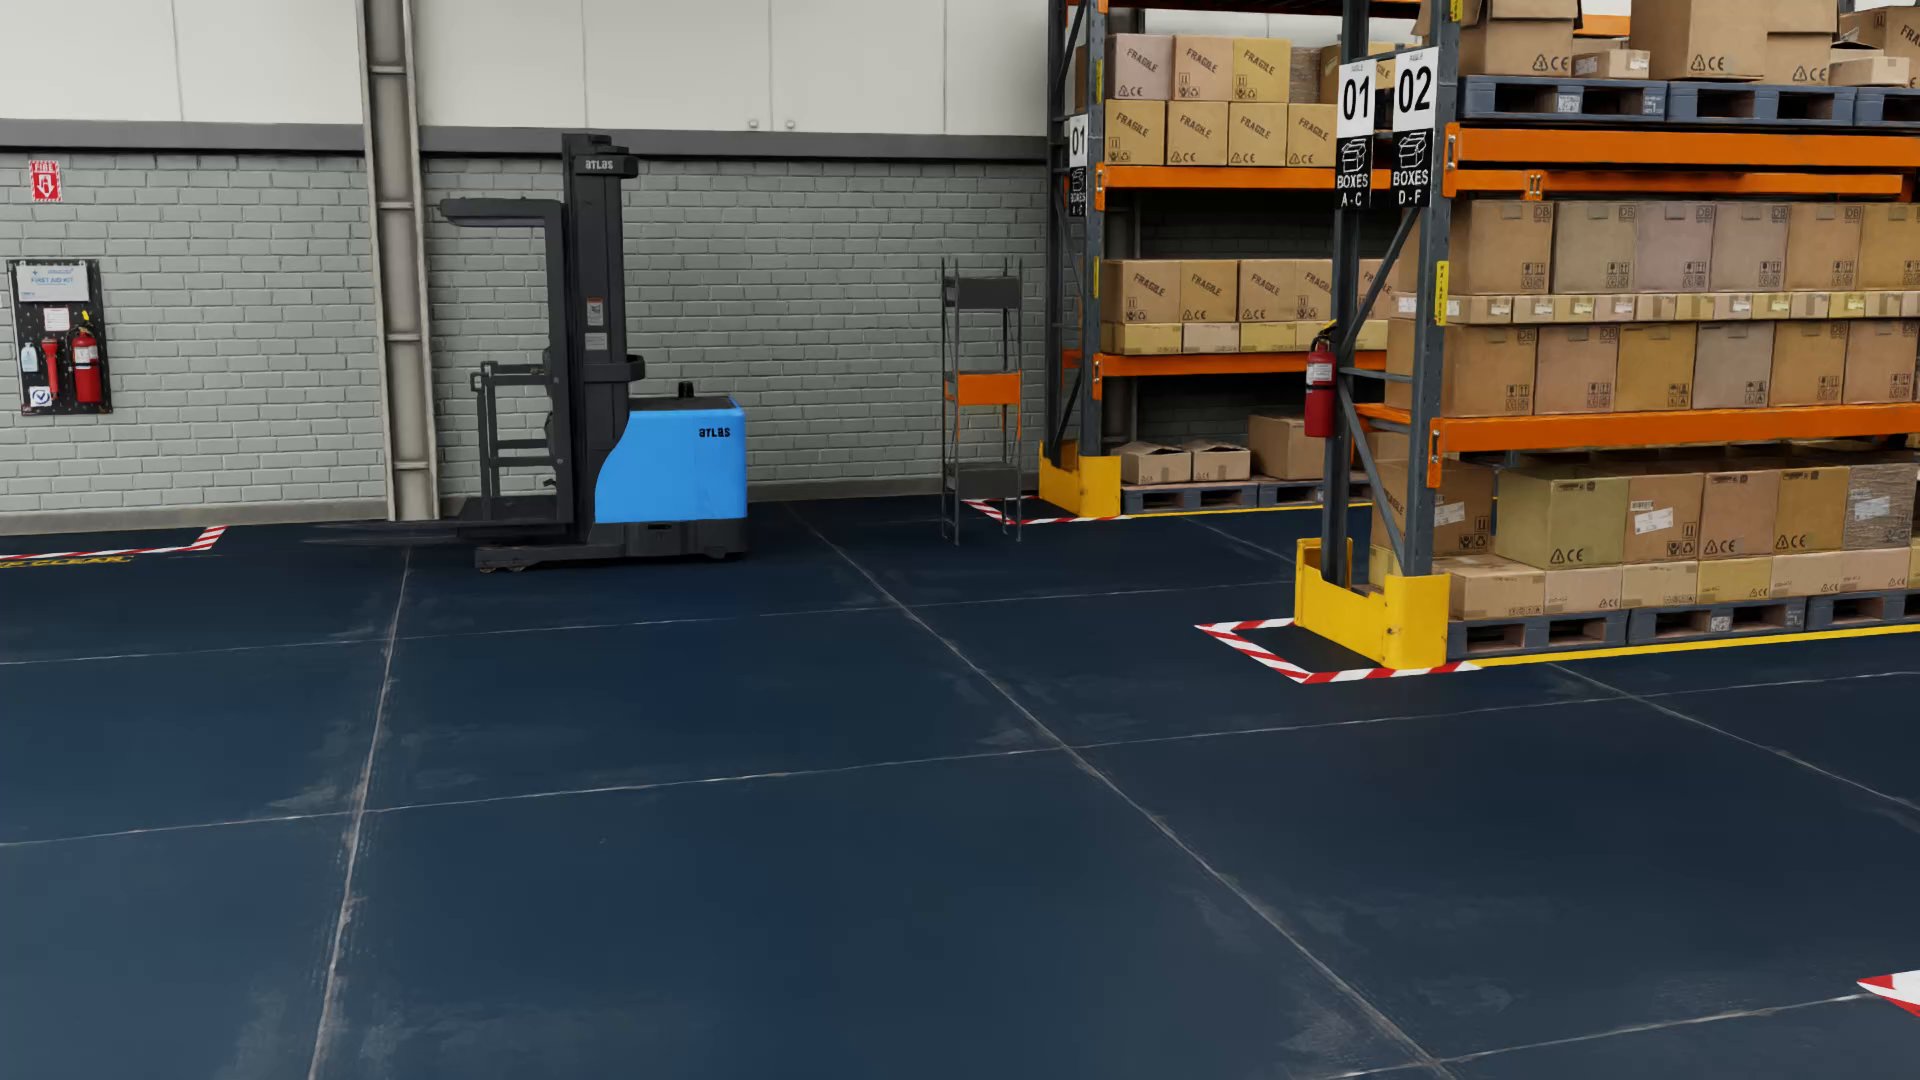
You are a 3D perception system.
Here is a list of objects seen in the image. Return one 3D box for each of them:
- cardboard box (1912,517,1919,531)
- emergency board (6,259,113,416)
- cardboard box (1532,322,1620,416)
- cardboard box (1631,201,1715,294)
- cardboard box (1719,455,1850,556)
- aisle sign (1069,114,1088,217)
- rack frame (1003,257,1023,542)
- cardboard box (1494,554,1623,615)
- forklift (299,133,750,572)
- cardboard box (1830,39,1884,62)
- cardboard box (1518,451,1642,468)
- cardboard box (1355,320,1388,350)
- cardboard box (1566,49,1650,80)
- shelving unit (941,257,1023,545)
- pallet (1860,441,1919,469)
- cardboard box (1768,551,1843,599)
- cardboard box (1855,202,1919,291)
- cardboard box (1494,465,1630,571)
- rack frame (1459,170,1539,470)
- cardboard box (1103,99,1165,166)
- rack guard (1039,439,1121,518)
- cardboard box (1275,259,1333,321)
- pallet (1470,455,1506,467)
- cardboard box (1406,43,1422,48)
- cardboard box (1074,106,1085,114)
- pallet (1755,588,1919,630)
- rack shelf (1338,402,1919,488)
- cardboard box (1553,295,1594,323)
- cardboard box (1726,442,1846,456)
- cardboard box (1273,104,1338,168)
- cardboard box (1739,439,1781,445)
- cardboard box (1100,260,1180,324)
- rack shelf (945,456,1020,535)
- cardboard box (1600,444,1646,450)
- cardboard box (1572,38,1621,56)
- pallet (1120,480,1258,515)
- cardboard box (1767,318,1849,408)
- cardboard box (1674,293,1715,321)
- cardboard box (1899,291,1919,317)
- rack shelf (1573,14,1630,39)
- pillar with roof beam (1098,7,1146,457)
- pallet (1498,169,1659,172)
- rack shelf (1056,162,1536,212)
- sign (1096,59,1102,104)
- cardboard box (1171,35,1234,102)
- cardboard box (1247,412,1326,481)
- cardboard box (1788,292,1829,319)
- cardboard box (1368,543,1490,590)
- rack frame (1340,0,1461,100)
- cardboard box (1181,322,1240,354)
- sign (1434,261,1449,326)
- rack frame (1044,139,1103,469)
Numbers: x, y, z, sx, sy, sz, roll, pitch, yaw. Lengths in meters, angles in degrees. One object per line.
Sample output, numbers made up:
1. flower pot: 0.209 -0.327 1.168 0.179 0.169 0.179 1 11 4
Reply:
1. cardboard box: 6.474 -0.023 10.823 0.500 0.250 0.500 -3 11 -16
2. emergency board: -6.786 -1.520 12.519 0.643 1.169 0.194 -3 11 -16
3. cardboard box: 3.271 -0.993 9.381 0.500 0.500 0.700 -3 11 -14
4. cardboard box: 3.806 -1.660 9.419 0.500 0.500 0.700 -3 11 -16
5. cardboard box: 4.810 -0.210 9.767 0.500 0.500 0.500 -3 11 -16
6. aisle sign: 0.943 -2.979 13.263 0.004 0.787 0.394 -3 11 -16
7. rack frame: 0.393 -1.053 12.469 0.015 2.100 0.400 -3 11 -16
8. cardboard box: 3.372 0.236 9.414 0.500 0.250 0.500 -3 11 -16
9. forklift: -3.059 -1.324 11.644 3.031 2.935 1.130 -2 11 -12
10. cardboard box: 5.081 -2.798 9.873 0.500 0.311 0.500 -4 11 -19
11. cardboard box: 3.704 -0.250 9.985 0.500 0.500 0.500 -3 11 -16
12. cardboard box: 3.439 -1.766 14.215 0.500 0.250 0.500 -3 11 -16
13. cardboard box: 3.495 -2.551 8.983 0.250 0.149 0.380 -3 11 -16
14. shelving unit: 0.159 -1.041 12.402 0.503 2.100 0.431 -3 11 -16
15. pallet: 9.387 -0.817 16.399 1.213 0.211 1.003 -3 11 -16
16. cardboard box: 4.814 0.161 9.822 0.500 0.250 0.500 -3 11 -16
17. cardboard box: 5.248 -1.736 9.830 0.500 0.500 0.700 -3 11 -16
18. cardboard box: 3.373 -0.133 9.345 0.500 0.500 0.500 -3 11 -16
19. rack frame: 4.768 -1.959 14.901 0.127 3.000 1.000 -3 11 -16
20. cardboard box: 1.319 -3.264 13.375 0.500 0.500 0.500 -3 11 -14
21. rack guard: 1.001 -0.531 14.049 0.348 0.500 1.175 -3 11 -16
22. cardboard box: 2.938 -2.110 14.009 0.500 0.500 0.500 -3 11 -14
23. pallet: 5.516 -0.627 15.369 1.213 0.211 1.003 -3 11 -16
24. cardboard box: 3.837 -3.882 13.973 0.500 0.500 0.500 -2 11 -13
25. cardboard box: 1.258 -3.356 13.873 0.500 0.500 0.500 -2 11 -12
26. pallet: 5.381 0.306 10.298 1.213 0.211 1.003 -3 11 -16
27. rack shelf: 4.236 -0.643 9.740 4.000 0.370 1.077 -3 11 -16
28. cardboard box: 3.246 -1.272 9.104 0.250 0.149 0.380 -3 11 -16
29. cardboard box: 5.146 -0.325 10.391 0.500 0.500 0.500 -3 11 -16
30. cardboard box: 2.850 -3.343 13.803 0.500 0.500 0.500 -2 11 -12
31. cardboard box: 7.405 -1.097 15.908 0.500 0.500 0.700 -3 11 -16
32. cardboard box: 1.470 -2.033 13.593 0.500 0.500 0.500 -3 11 -16
33. rack shelf: 0.159 -0.339 12.531 0.480 0.518 0.431 -3 11 -16
34. cardboard box: 5.953 -1.021 15.495 0.500 0.500 0.700 -3 11 -17
35. cardboard box: 3.348 -2.676 9.382 0.500 0.250 0.500 -3 11 -16
36. pallet: 1.791 -0.424 14.265 1.213 0.211 1.003 -3 11 -16
37. cardboard box: 4.745 -1.071 9.802 0.500 0.500 0.700 -3 11 -15
38. cardboard box: 3.989 -1.312 9.318 0.250 0.149 0.380 -3 11 -17
39. cardboard box: 5.467 -1.389 9.740 0.250 0.149 0.380 -3 11 -18
40. rack shelf: 6.689 -4.460 15.009 4.000 0.370 1.077 -3 11 -16
41. pillar with roof beam: 2.561 -4.144 10.203 0.400 9.000 9.100 -3 11 -16
42. pallet: 5.391 -3.354 14.716 1.003 0.211 1.213 -3 11 -16
43. rack shelf: 2.848 -2.979 14.145 4.000 0.370 1.077 -3 11 -16
44. sign: 1.080 -3.567 12.939 0.005 0.325 0.100 -3 11 -16
45. cardboard box: 1.861 -3.776 13.396 0.500 0.500 0.500 -3 11 -17
46. cardboard box: 2.883 -0.820 14.405 0.500 0.500 0.700 -4 11 -20
47. cardboard box: 4.736 -1.351 9.532 0.250 0.149 0.380 -3 11 -14
48. cardboard box: 2.748 0.172 9.763 0.500 0.250 0.500 -3 11 -16
49. rack frame: 2.316 -3.846 8.582 0.127 3.000 1.000 -3 11 -16
50. cardboard box: 1.980 -1.691 13.804 0.500 0.250 0.500 -3 11 -18
51. sign: 2.465 -1.263 8.514 0.005 0.325 0.100 -3 11 -16
52. rack frame: 0.928 -1.756 13.802 0.127 3.000 1.000 -3 11 -16
